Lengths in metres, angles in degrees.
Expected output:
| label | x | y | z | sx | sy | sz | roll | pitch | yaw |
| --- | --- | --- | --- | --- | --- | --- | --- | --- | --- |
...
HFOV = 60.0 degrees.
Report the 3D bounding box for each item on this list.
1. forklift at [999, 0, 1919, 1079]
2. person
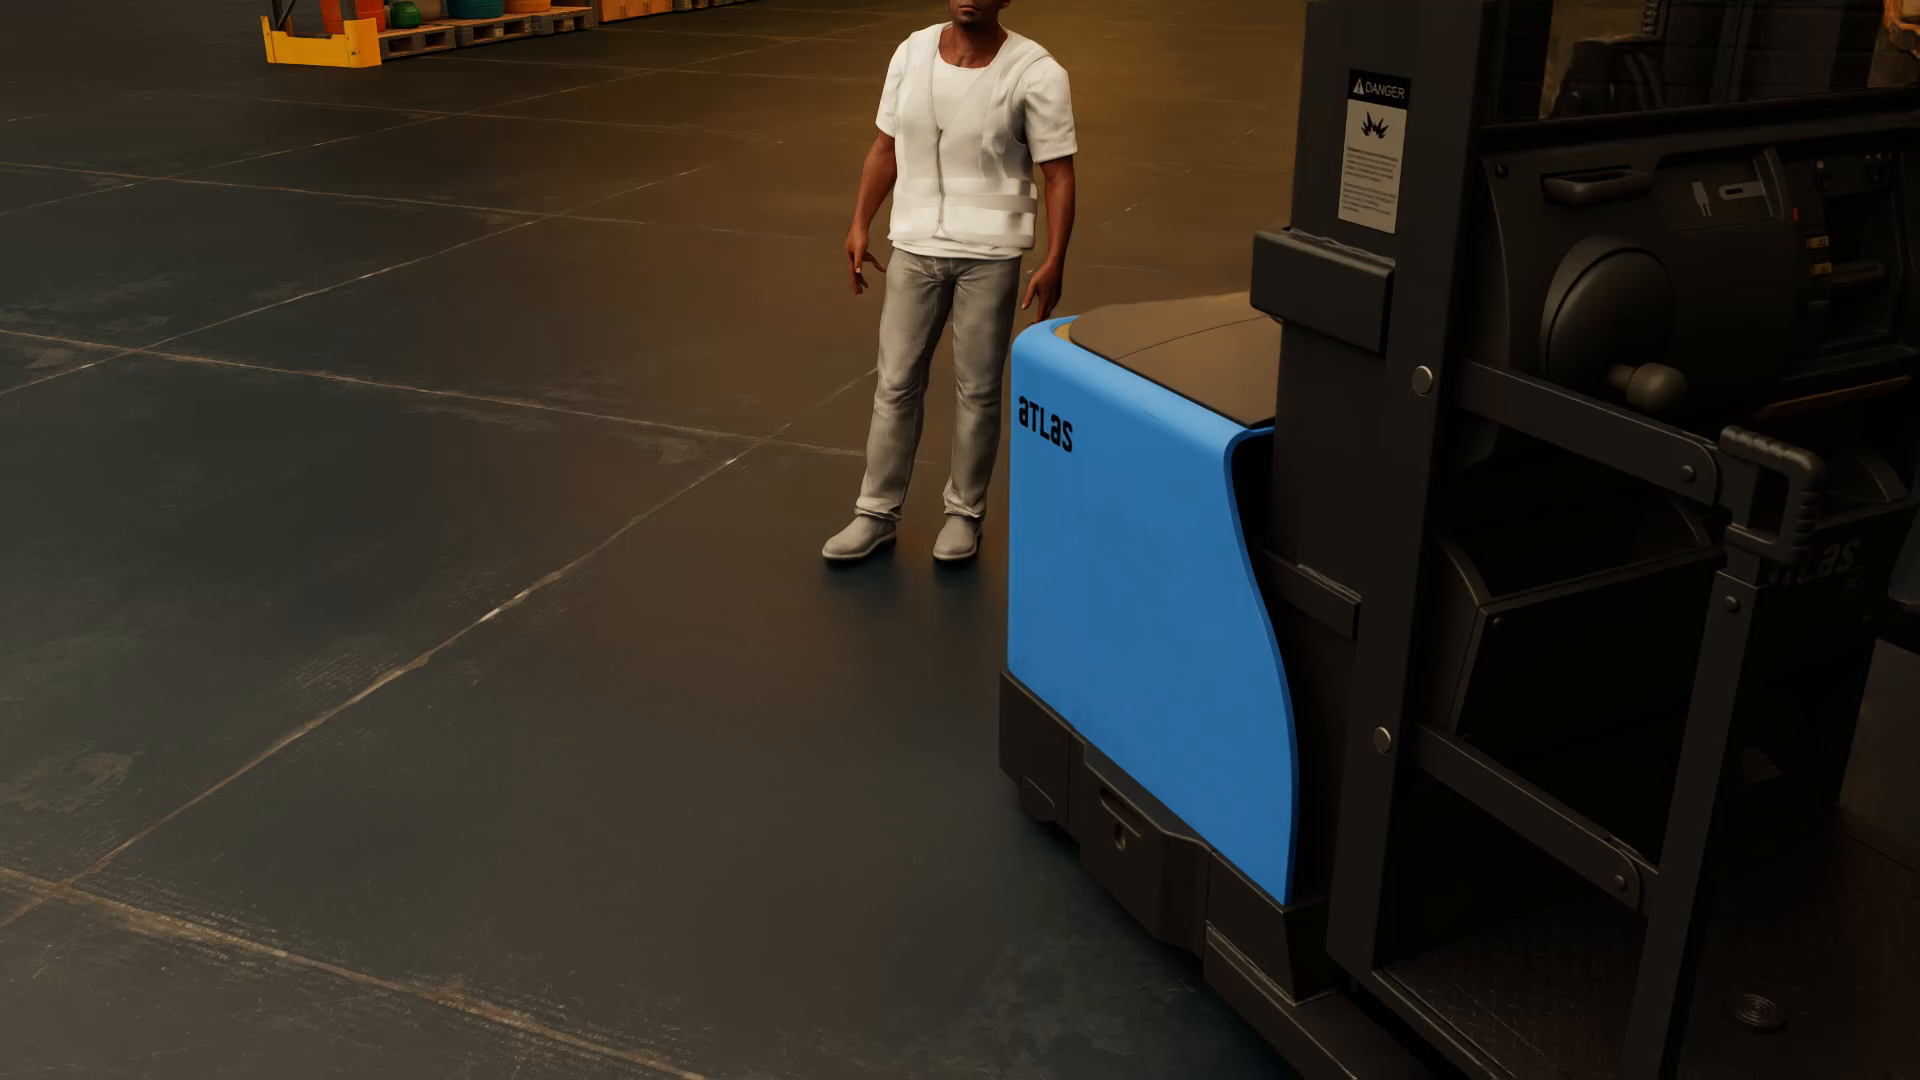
| label | x | y | z | sx | sy | sz | roll | pitch | yaw |
| --- | --- | --- | --- | --- | --- | --- | --- | --- | --- |
| forklift | 1.208 | -0.381 | 2.204 | 1.130 | 2.935 | 3.031 | -11 | 25 | -25 |
| person | -0.032 | -0.798 | 4.693 | 0.665 | 1.765 | 0.577 | 9 | 24 | 21 |
